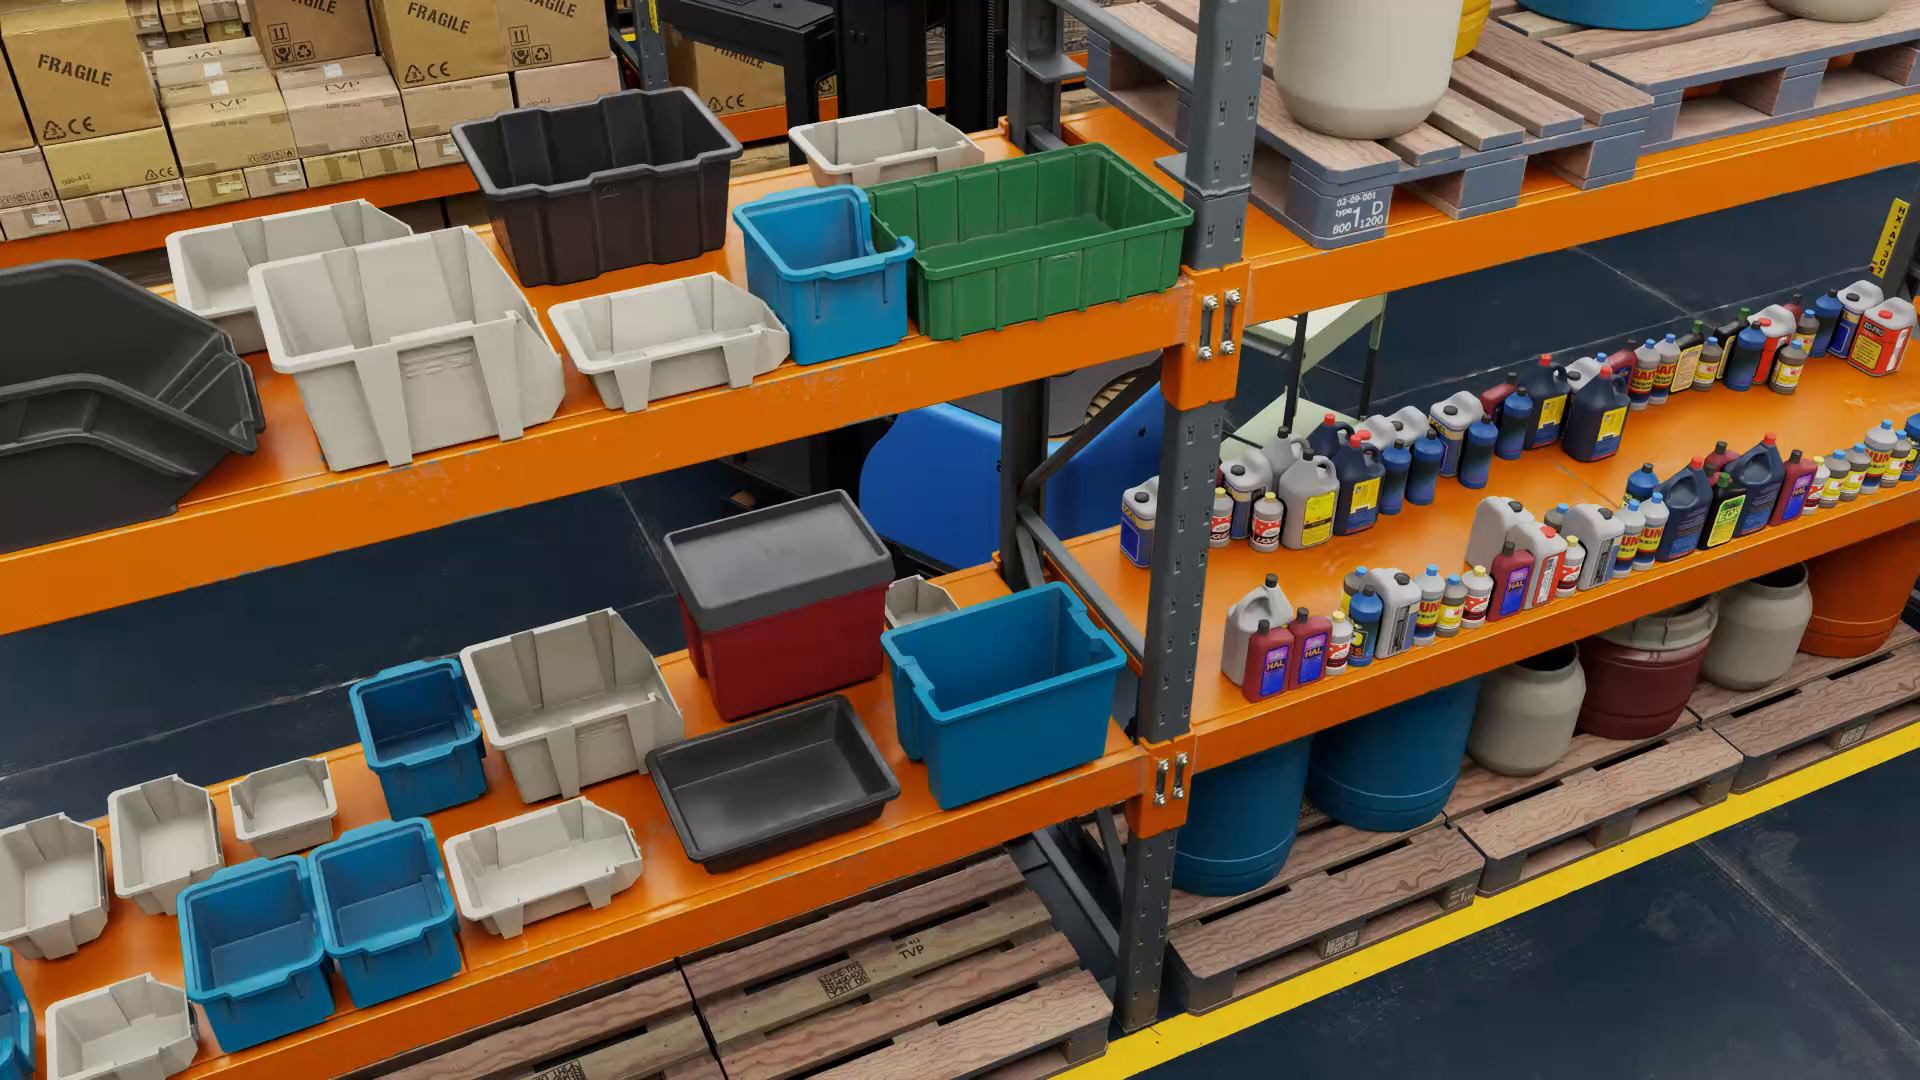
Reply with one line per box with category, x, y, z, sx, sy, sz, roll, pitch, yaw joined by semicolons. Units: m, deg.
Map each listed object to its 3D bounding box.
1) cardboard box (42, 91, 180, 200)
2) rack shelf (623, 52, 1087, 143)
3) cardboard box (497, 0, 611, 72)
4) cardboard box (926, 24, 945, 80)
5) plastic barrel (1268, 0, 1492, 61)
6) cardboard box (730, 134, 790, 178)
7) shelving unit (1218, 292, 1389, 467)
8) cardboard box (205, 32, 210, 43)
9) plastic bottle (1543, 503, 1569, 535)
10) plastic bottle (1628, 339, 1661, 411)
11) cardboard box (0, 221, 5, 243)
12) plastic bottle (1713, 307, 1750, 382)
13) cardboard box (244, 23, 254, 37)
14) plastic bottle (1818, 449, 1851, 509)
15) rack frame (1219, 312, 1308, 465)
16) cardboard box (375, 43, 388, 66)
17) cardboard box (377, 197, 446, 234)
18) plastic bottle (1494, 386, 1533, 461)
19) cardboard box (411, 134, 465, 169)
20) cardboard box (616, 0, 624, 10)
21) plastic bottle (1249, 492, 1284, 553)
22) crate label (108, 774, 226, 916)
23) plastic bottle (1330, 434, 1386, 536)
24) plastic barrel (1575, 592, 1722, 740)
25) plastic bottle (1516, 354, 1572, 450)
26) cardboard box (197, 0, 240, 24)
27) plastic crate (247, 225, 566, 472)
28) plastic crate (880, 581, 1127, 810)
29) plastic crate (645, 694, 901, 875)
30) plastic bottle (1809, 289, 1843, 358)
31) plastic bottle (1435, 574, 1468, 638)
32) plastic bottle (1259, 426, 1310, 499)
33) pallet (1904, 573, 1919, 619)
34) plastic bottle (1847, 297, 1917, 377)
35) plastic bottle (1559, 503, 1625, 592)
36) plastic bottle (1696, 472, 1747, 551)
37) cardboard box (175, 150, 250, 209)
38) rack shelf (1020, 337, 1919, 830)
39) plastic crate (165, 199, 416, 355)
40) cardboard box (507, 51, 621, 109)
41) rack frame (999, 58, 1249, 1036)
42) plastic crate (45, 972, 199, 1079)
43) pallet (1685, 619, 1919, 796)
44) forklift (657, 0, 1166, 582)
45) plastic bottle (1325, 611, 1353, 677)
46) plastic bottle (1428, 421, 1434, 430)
cardboard box;-3.859;-1.796;7.530;0.500;0.250;0.500;-17;40;-21
rack shelf;0.099;-2.730;9.517;4.000;0.370;1.077;-16;39;-20
cardboard box;-2.014;-2.613;8.001;0.500;0.500;0.500;-15;39;-19
cardboard box;-0.281;-2.789;8.908;0.500;0.500;0.500;-17;40;-21
plastic barrel;1.133;-1.631;4.403;0.600;0.588;0.600;0;37;0
cardboard box;-1.141;-2.001;9.361;0.875;0.875;1.225;-15;39;-20
shelving unit;1.442;-0.583;7.278;0.431;1.500;0.755;26;44;31
cardboard box;-5.343;-3.583;12.104;0.250;0.149;0.380;-16;39;-20
plastic bottle;1.952;-0.029;5.438;0.097;0.201;0.097;0;37;0
plastic bottle;2.532;-0.619;6.175;0.097;0.271;0.097;0;37;0
cardboard box;-4.408;-1.442;7.387;0.250;0.149;0.380;-17;40;-21
plastic bottle;2.925;-0.746;6.336;0.133;0.283;0.061;-16;39;-20
cardboard box;-5.094;-3.810;12.160;0.250;0.149;0.380;-17;40;-22
plastic bottle;2.979;-0.216;5.691;0.097;0.201;0.097;0;37;0
rack frame;1.211;-0.415;7.050;0.400;1.500;0.023;26;44;31
cardboard box;-2.700;-2.471;8.440;0.500;0.250;0.500;-16;39;-20
cardboard box;-3.158;-1.476;8.654;0.875;0.875;0.875;-16;39;-20
plastic bottle;1.971;-0.422;5.909;0.097;0.271;0.097;0;37;0
cardboard box;-2.546;-1.963;8.089;0.250;0.149;0.380;-15;39;-19
cardboard box;-2.946;-4.422;12.940;0.500;0.500;0.500;-14;39;-18
plastic bottle;1.013;-0.066;5.488;0.097;0.201;0.097;0;37;0
crate label;-2.056;0.799;4.326;0.243;0.136;0.396;-16;39;-20
plastic bottle;1.315;-0.200;5.543;0.185;0.351;0.144;-16;39;-20
plastic barrel;2.556;0.364;6.412;0.708;0.588;0.600;-16;39;-20
plastic bottle;2.083;-0.510;5.961;0.185;0.351;0.144;-16;39;-20
cardboard box;-5.360;-3.872;11.993;0.250;0.149;0.380;-16;39;-20
plastic crate;-1.090;-0.381;3.327;0.530;0.282;0.437;-16;39;-20
plastic crate;0.115;0.443;4.598;0.575;0.384;0.392;-16;39;-20
plastic crate;-0.506;0.673;4.506;0.590;0.125;0.437;-16;39;-20
plastic bottle;3.368;-0.853;6.490;0.097;0.271;0.097;0;37;0
plastic bottle;1.510;0.194;5.137;0.097;0.201;0.097;0;37;0
plastic bottle;1.086;-0.231;5.585;0.185;0.351;0.144;-16;39;-20
pallet;4.732;0.091;7.451;1.213;0.211;1.003;-16;39;-20
plastic bottle;3.550;-0.787;6.398;0.135;0.276;0.152;-16;39;-20
plastic bottle;2.022;0.003;5.332;0.135;0.276;0.152;-16;39;-20
plastic bottle;2.506;-0.105;5.472;0.133;0.283;0.061;-16;39;-20
cardboard box;-3.479;-1.701;7.737;0.250;0.149;0.380;-17;40;-21
rack shelf;2.204;-0.059;5.916;4.000;0.370;1.077;-16;39;-20
plastic crate;-1.463;-0.585;3.724;0.530;0.136;0.437;-16;39;-20
cardboard box;-2.000;-2.319;8.235;0.500;0.250;0.500;-16;40;-21
rack frame;0.393;0.158;5.019;0.127;3.000;1.000;-16;39;-20
plastic crate;-1.925;1.159;3.840;0.298;0.136;0.250;-16;39;-20
pallet;3.318;0.488;6.915;1.213;0.211;1.003;-16;39;-20
forklift;-0.504;-1.397;7.173;3.031;2.935;1.130;24;43;28
plastic bottle;1.124;0.302;4.991;0.097;0.201;0.097;0;37;0
plastic bottle;1.615;-0.334;5.850;0.097;0.201;0.097;0;37;0
